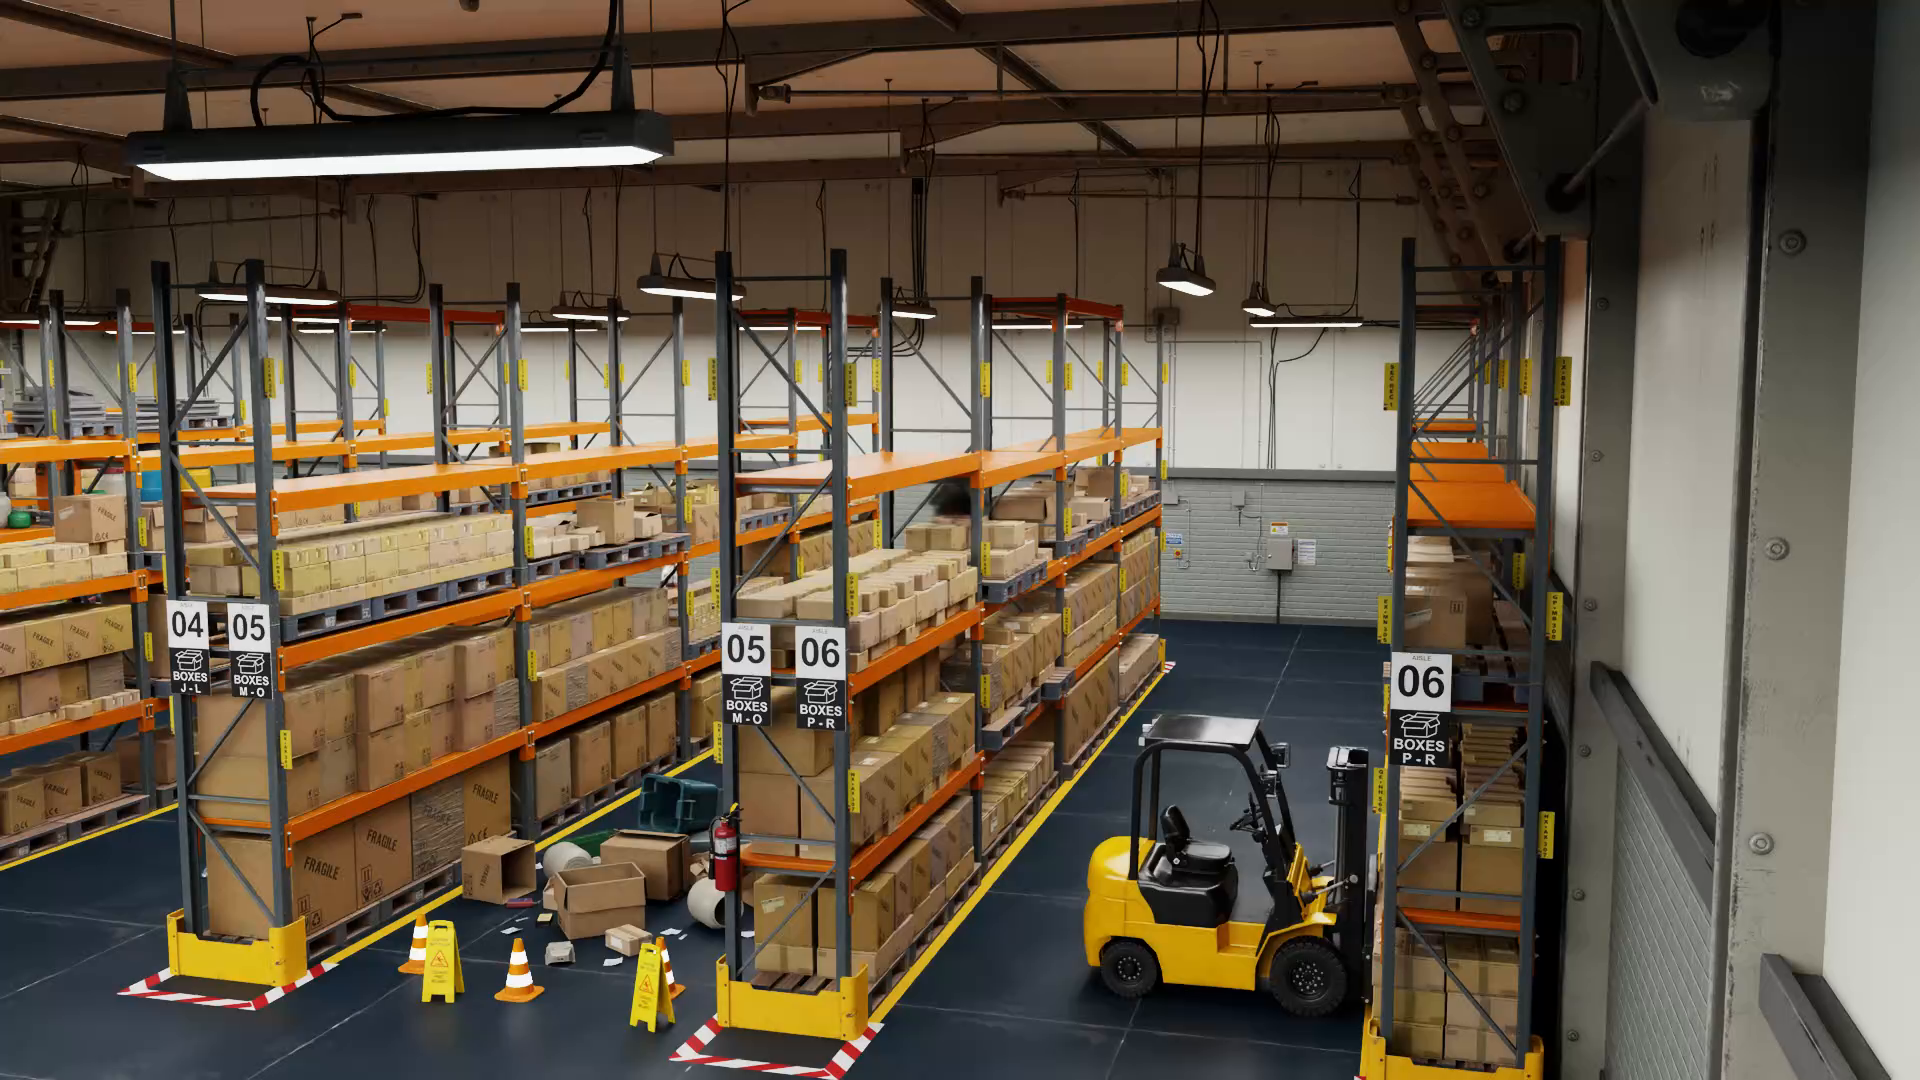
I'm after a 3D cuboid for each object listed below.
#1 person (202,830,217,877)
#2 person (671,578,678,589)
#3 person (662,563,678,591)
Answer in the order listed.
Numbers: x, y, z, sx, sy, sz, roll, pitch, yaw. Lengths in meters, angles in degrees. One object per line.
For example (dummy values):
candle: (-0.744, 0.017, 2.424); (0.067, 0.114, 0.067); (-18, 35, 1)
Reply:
person: (-7.547, 2.591, 17.015); (0.547, 1.549, 0.813); (1, 6, 5)
person: (-4.484, 1.484, 26.524); (0.640, 1.789, 0.702); (1, 6, 14)
person: (-5.375, 1.036, 31.287); (0.929, 1.683, 0.603); (4, 7, 35)
